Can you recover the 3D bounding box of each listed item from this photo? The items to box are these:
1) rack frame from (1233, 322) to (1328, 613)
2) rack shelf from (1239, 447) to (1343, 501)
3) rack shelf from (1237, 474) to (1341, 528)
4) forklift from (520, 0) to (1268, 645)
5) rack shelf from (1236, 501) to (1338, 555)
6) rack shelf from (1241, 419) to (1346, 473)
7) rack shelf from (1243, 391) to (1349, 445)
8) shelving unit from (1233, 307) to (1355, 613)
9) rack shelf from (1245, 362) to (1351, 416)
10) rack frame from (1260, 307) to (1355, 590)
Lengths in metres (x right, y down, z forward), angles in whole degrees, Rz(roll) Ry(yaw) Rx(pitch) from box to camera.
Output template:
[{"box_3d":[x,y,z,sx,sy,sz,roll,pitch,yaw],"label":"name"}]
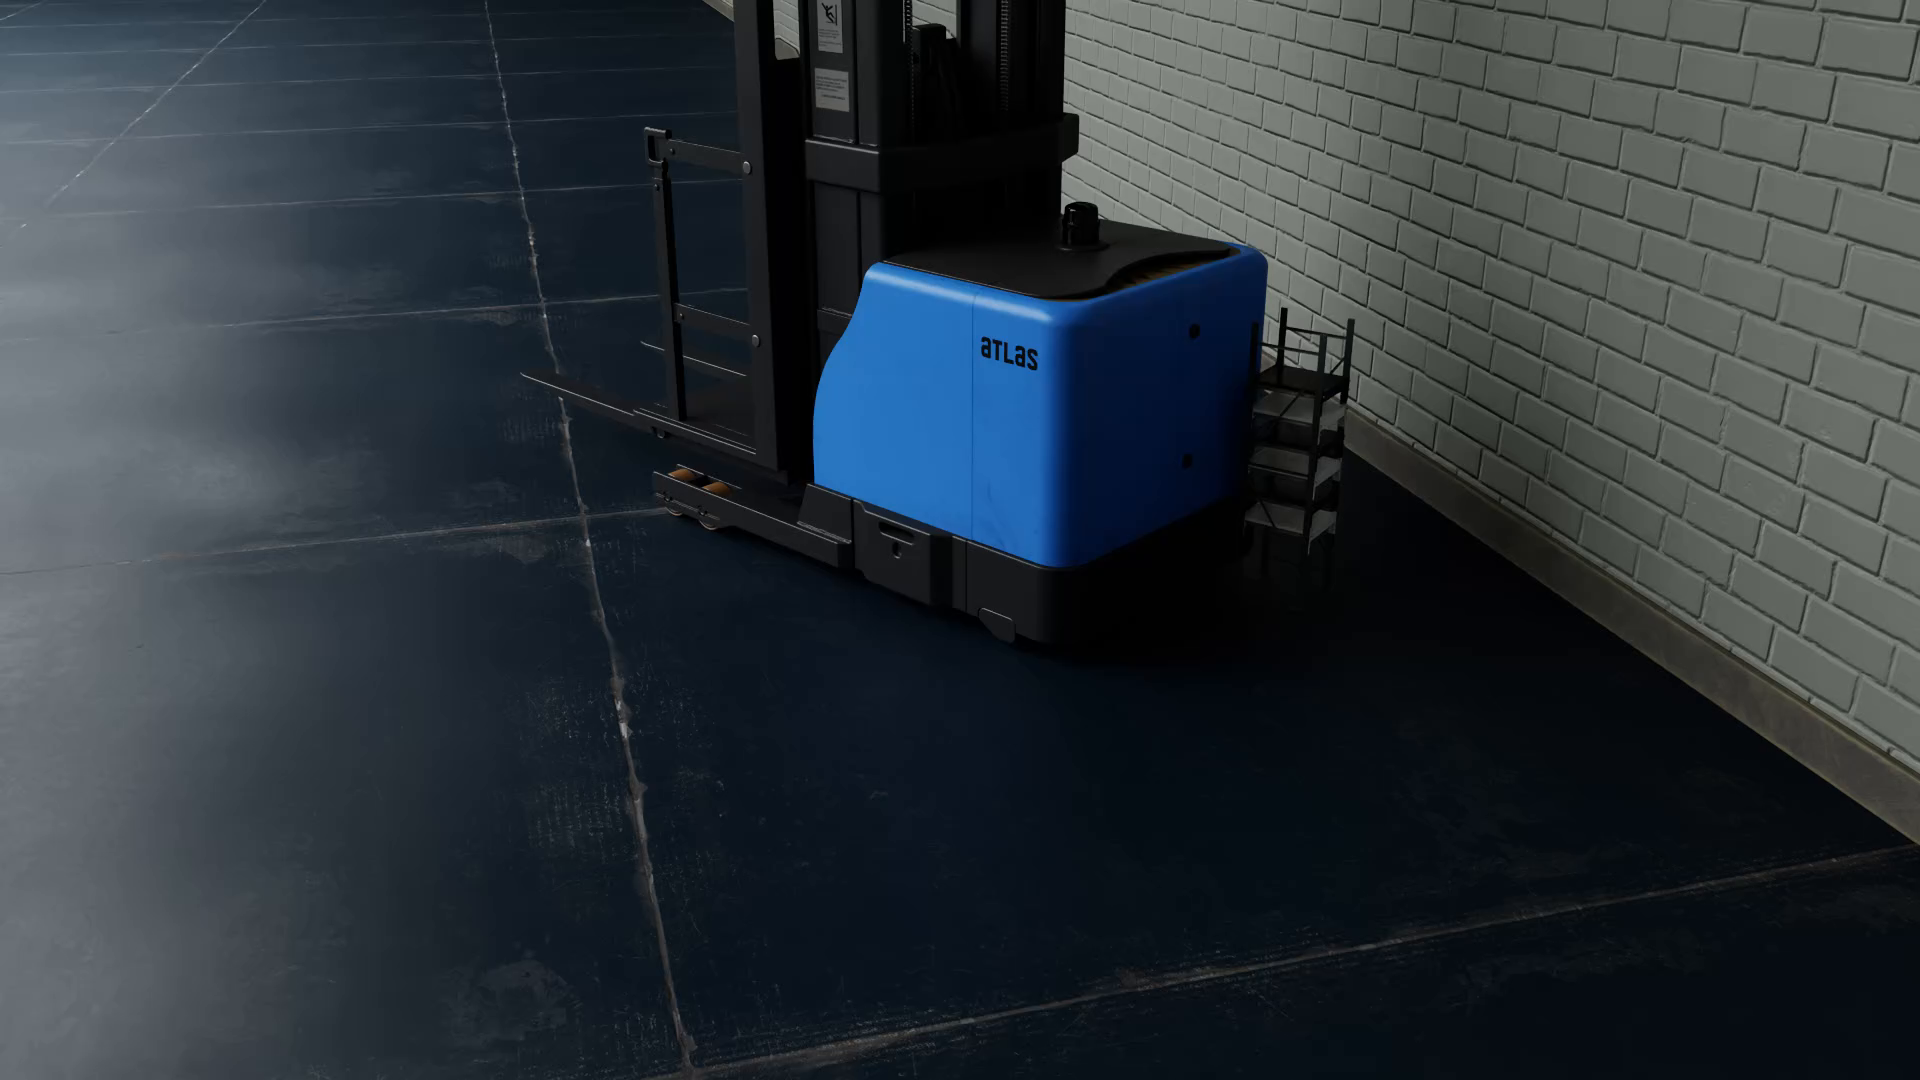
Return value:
[{"box_3d":[0.976,-0.214,5.107,0.240,0.900,0.006,15,28,32],"label":"rack frame"},{"box_3d":[1.035,-0.216,5.196,0.258,0.077,0.200,15,28,32],"label":"rack shelf"},{"box_3d":[1.035,-0.133,5.232,0.258,0.077,0.200,15,28,32],"label":"rack shelf"},{"box_3d":[-0.457,-1.514,5.561,3.031,2.935,1.130,20,30,39],"label":"forklift"},{"box_3d":[1.035,-0.050,5.267,0.258,0.077,0.200,15,28,32],"label":"rack shelf"},{"box_3d":[1.035,-0.299,5.161,0.258,0.077,0.200,15,28,32],"label":"rack shelf"},{"box_3d":[1.035,-0.381,5.125,0.258,0.077,0.200,15,28,32],"label":"rack shelf"},{"box_3d":[1.035,-0.246,5.183,0.258,0.900,0.210,15,28,32],"label":"shelving unit"},{"box_3d":[1.035,-0.464,5.090,0.258,0.077,0.200,15,28,32],"label":"rack shelf"},{"box_3d":[1.093,-0.279,5.260,0.240,0.900,0.006,15,28,32],"label":"rack frame"}]
